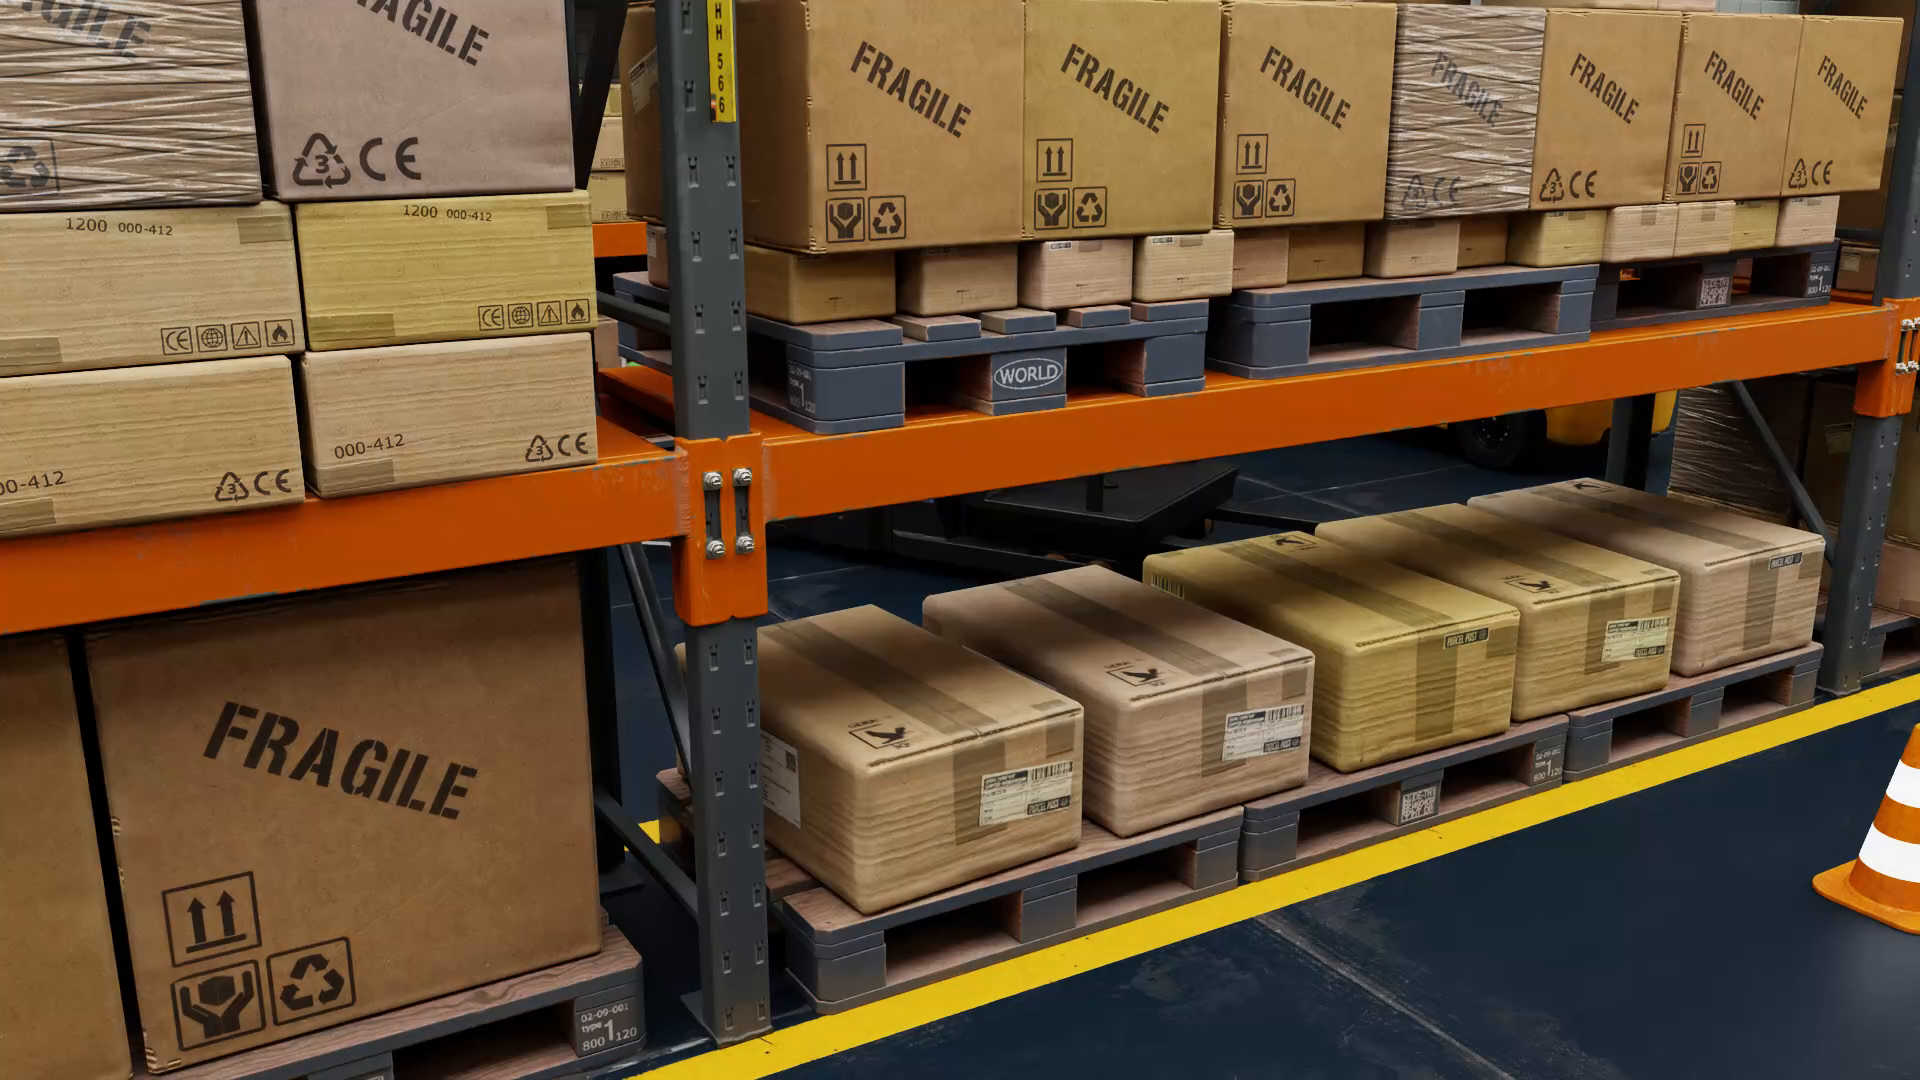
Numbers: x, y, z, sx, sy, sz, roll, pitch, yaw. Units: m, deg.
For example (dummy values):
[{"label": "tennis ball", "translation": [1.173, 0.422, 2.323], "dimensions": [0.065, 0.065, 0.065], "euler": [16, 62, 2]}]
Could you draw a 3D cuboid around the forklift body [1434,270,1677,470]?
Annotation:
[{"label": "forklift body", "translation": [2.896, -1.649, 9.307], "dimensions": [1.214, 2.155, 2.313], "euler": [-9, 18, -30]}]

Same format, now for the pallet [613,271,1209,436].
[{"label": "pallet", "translation": [-0.160, -0.515, 4.043], "dimensions": [1.003, 0.211, 1.213], "euler": [-9, 18, -30]}]

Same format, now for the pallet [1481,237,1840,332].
[{"label": "pallet", "translation": [1.983, -0.874, 5.327], "dimensions": [1.213, 0.211, 1.003], "euler": [-9, 18, -30]}]

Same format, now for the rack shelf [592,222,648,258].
[{"label": "rack shelf", "translation": [-1.561, -1.563, 8.760], "dimensions": [4.000, 0.370, 1.077], "euler": [-9, 18, -30]}]

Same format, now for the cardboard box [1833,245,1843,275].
[{"label": "cardboard box", "translation": [3.042, -1.070, 6.134], "dimensions": [0.250, 0.149, 0.380], "euler": [-9, 18, -28]}]

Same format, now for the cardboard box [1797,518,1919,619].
[{"label": "cardboard box", "translation": [3.358, 0.063, 5.944], "dimensions": [0.500, 0.250, 0.500], "euler": [-10, 19, -32]}]

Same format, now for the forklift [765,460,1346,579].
[{"label": "forklift", "translation": [0.540, -1.327, 6.715], "dimensions": [3.031, 2.935, 1.130], "euler": [9, 18, 29]}]

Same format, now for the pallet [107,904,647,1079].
[{"label": "pallet", "translation": [-1.431, 0.952, 3.624], "dimensions": [1.213, 0.211, 1.003], "euler": [-9, 18, -30]}]

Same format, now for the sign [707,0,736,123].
[{"label": "sign", "translation": [-0.427, -0.913, 2.963], "dimensions": [0.005, 0.325, 0.100], "euler": [-9, 18, -30]}]

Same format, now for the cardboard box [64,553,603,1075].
[{"label": "cardboard box", "translation": [-1.351, 0.414, 3.532], "dimensions": [0.875, 0.875, 0.875], "euler": [-9, 18, -30]}]

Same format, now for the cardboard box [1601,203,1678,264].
[{"label": "cardboard box", "translation": [1.760, -0.872, 4.651], "dimensions": [0.250, 0.149, 0.380], "euler": [-9, 18, -29]}]

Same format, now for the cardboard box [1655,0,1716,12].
[{"label": "cardboard box", "translation": [1.849, -1.530, 4.594], "dimensions": [0.250, 0.149, 0.380], "euler": [-10, 18, -31]}]

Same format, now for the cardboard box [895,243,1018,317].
[{"label": "cardboard box", "translation": [-0.082, -0.598, 3.674], "dimensions": [0.250, 0.149, 0.380], "euler": [-11, 19, -33]}]

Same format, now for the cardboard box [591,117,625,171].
[{"label": "cardboard box", "translation": [-1.882, -1.943, 8.134], "dimensions": [0.500, 0.250, 0.500], "euler": [-10, 18, -31]}]

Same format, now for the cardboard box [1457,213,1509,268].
[{"label": "cardboard box", "translation": [1.253, -0.834, 4.514], "dimensions": [0.250, 0.149, 0.380], "euler": [-10, 18, -32]}]

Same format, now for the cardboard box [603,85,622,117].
[{"label": "cardboard box", "translation": [-1.750, -2.150, 8.134], "dimensions": [0.250, 0.149, 0.380], "euler": [-9, 18, -29]}]

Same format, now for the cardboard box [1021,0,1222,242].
[{"label": "cardboard box", "translation": [0.232, -0.960, 3.762], "dimensions": [0.500, 0.500, 0.500], "euler": [-8, 18, -27]}]

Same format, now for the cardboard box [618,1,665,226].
[{"label": "cardboard box", "translation": [-0.469, -1.004, 3.921], "dimensions": [0.500, 0.500, 0.500], "euler": [-10, 18, -31]}]

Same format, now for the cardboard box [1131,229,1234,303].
[{"label": "cardboard box", "translation": [0.423, -0.659, 3.891], "dimensions": [0.250, 0.149, 0.380], "euler": [-9, 18, -29]}]

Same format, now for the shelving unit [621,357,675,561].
[{"label": "shelving unit", "translation": [-1.217, -0.548, 7.136], "dimensions": [0.258, 1.200, 0.503], "euler": [3, 16, 13]}]

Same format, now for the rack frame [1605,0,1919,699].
[{"label": "rack frame", "translation": [2.713, -1.039, 5.560], "dimensions": [0.127, 3.000, 1.000], "euler": [-9, 18, -30]}]

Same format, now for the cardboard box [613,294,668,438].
[{"label": "cardboard box", "translation": [-1.601, -0.960, 8.898], "dimensions": [0.625, 0.625, 0.875], "euler": [-10, 19, -32]}]

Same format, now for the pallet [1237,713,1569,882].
[{"label": "pallet", "translation": [0.999, 0.583, 4.940], "dimensions": [1.213, 0.211, 1.003], "euler": [-9, 18, -30]}]

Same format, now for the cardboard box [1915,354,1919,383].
[{"label": "cardboard box", "translation": [3.496, -0.614, 5.768], "dimensions": [0.250, 0.149, 0.380], "euler": [-9, 18, -29]}]

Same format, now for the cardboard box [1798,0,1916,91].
[{"label": "cardboard box", "translation": [3.202, -1.723, 5.410], "dimensions": [0.500, 0.500, 0.700], "euler": [-9, 18, -30]}]

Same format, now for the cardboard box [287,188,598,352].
[{"label": "cardboard box", "translation": [-1.000, -0.526, 3.079], "dimensions": [0.500, 0.250, 0.500], "euler": [-9, 18, -30]}]

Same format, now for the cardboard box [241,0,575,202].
[{"label": "cardboard box", "translation": [-1.024, -0.880, 2.955], "dimensions": [0.500, 0.500, 0.500], "euler": [-10, 18, -31]}]

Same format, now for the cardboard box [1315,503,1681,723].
[{"label": "cardboard box", "translation": [1.650, 0.198, 5.236], "dimensions": [0.625, 0.372, 0.950], "euler": [-8, 18, -26]}]

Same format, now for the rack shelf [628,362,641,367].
[{"label": "rack shelf", "translation": [-1.219, -0.718, 7.089], "dimensions": [0.258, 0.148, 0.480], "euler": [3, 16, 13]}]

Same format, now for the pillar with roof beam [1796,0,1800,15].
[{"label": "pillar with roof beam", "translation": [9.881, -5.582, 10.649], "dimensions": [0.400, 9.000, 9.100], "euler": [-9, 18, -30]}]

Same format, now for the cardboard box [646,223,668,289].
[{"label": "cardboard box", "translation": [-0.556, -0.664, 3.910], "dimensions": [0.250, 0.149, 0.380], "euler": [-8, 18, -28]}]

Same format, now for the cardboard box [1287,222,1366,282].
[{"label": "cardboard box", "translation": [0.811, -0.759, 4.247], "dimensions": [0.250, 0.149, 0.380], "euler": [-8, 18, -28]}]

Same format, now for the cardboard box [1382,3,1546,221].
[{"label": "cardboard box", "translation": [1.116, -1.103, 4.273], "dimensions": [0.500, 0.500, 0.500], "euler": [-10, 19, -32]}]

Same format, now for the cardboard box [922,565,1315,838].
[{"label": "cardboard box", "translation": [0.402, 0.399, 4.519], "dimensions": [0.625, 0.372, 0.950], "euler": [-10, 18, -31]}]

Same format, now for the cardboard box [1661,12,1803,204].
[{"label": "cardboard box", "translation": [2.011, -1.246, 4.784], "dimensions": [0.500, 0.500, 0.500], "euler": [-9, 18, -29]}]

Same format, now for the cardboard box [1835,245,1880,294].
[{"label": "cardboard box", "translation": [3.148, -0.888, 5.485], "dimensions": [0.250, 0.149, 0.380], "euler": [-9, 18, -30]}]

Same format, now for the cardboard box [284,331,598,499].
[{"label": "cardboard box", "translation": [-1.016, -0.281, 3.131], "dimensions": [0.500, 0.250, 0.500], "euler": [-10, 18, -32]}]

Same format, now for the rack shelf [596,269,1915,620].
[{"label": "rack shelf", "translation": [0.998, -0.415, 4.665], "dimensions": [4.000, 0.370, 1.077], "euler": [-9, 18, -30]}]

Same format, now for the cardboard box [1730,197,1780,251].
[{"label": "cardboard box", "translation": [2.179, -0.952, 4.938], "dimensions": [0.250, 0.149, 0.380], "euler": [-10, 18, -31]}]

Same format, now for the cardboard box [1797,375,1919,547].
[{"label": "cardboard box", "translation": [3.358, -0.298, 5.843], "dimensions": [0.500, 0.500, 0.500], "euler": [-8, 18, -27]}]
